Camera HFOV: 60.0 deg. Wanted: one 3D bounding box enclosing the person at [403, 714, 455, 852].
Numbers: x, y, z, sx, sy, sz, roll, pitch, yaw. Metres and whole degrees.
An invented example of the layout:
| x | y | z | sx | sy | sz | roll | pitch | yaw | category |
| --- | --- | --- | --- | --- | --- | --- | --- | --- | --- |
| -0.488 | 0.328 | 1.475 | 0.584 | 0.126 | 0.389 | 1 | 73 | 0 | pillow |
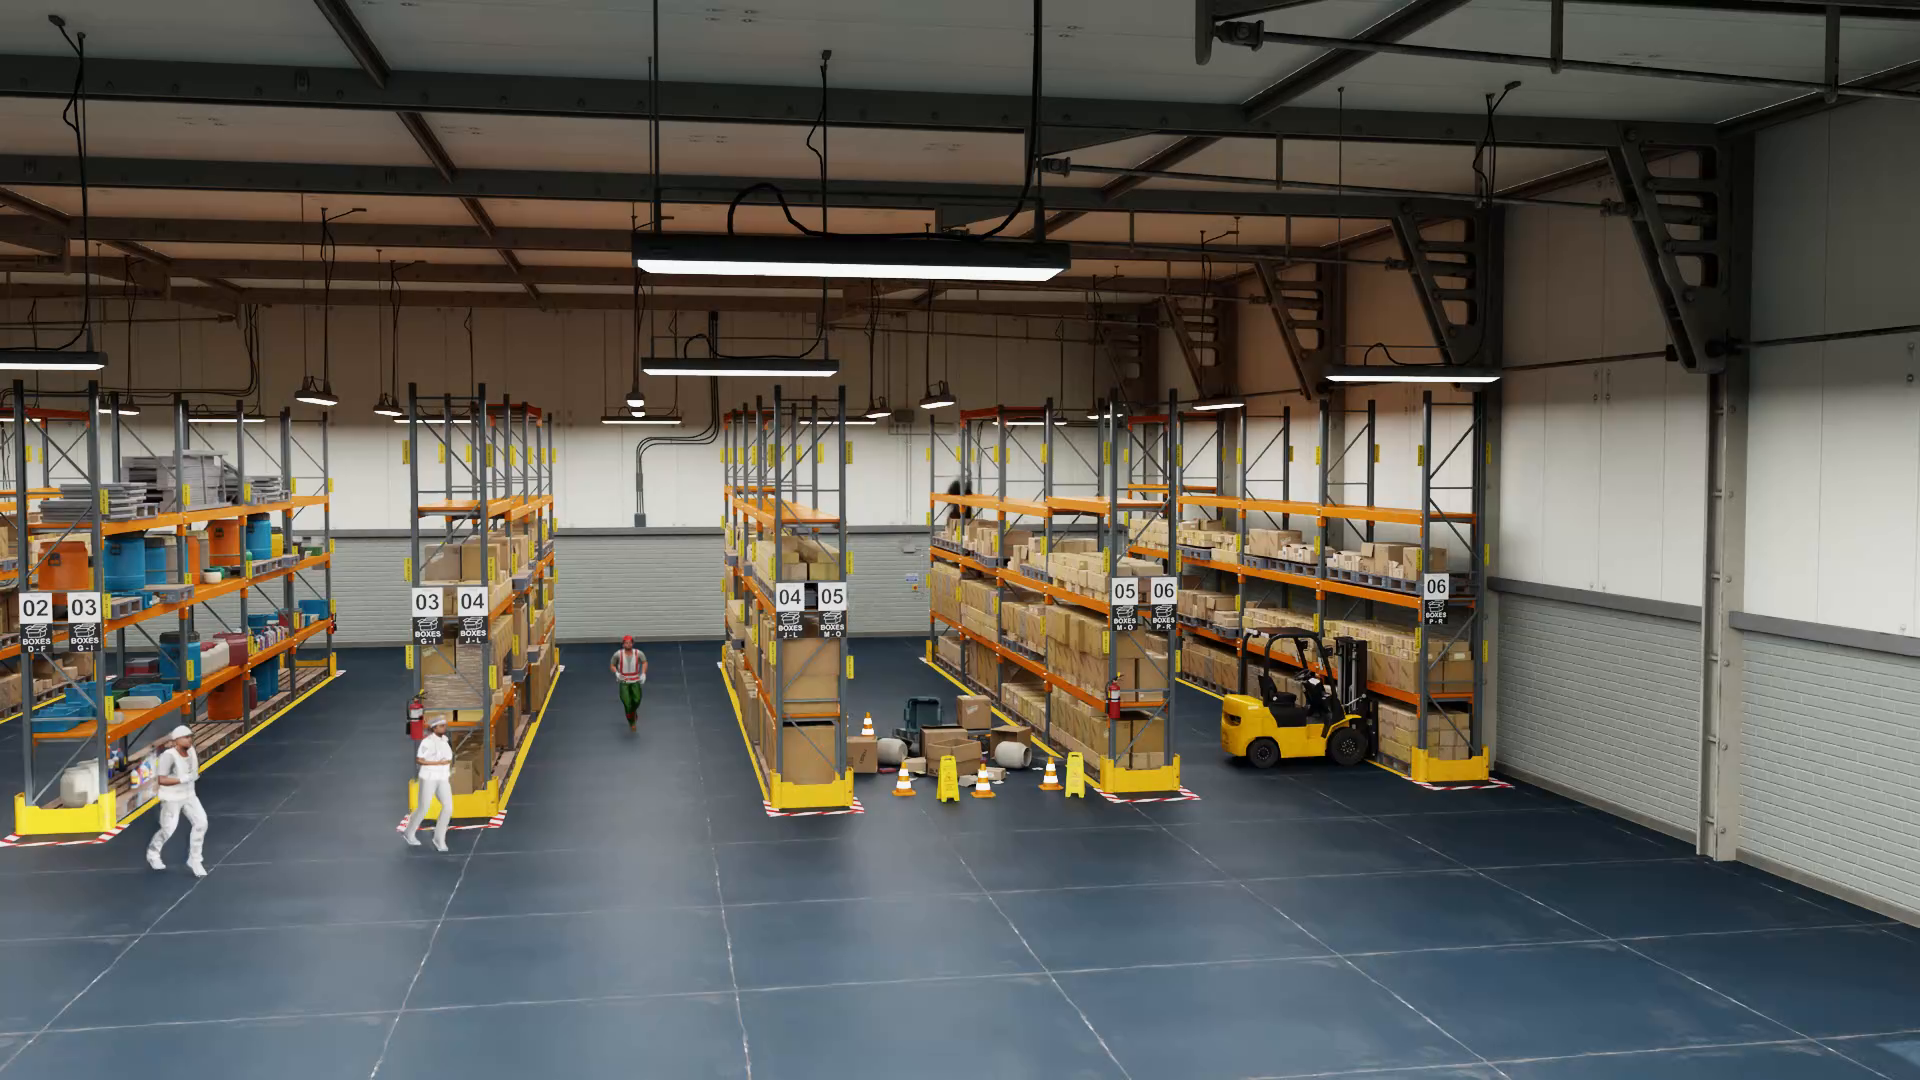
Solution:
| x | y | z | sx | sy | sz | roll | pitch | yaw | category |
| --- | --- | --- | --- | --- | --- | --- | --- | --- | --- |
| -6.724 | 3.096 | 21.237 | 0.720 | 1.750 | 0.574 | 2 | 3 | 31 | person |

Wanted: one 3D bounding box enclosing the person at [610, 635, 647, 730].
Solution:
| x | y | z | sx | sy | sz | roll | pitch | yaw | category |
| --- | --- | --- | --- | --- | --- | --- | --- | --- | --- |
| -6.040 | 2.599 | 30.343 | 0.671 | 1.736 | 0.584 | -1 | 3 | -15 | person |

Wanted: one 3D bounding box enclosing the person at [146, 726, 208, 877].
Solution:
| x | y | z | sx | sy | sz | roll | pitch | yaw | category |
| --- | --- | --- | --- | --- | --- | --- | --- | --- | --- |
| -9.365 | 3.114 | 19.846 | 0.873 | 1.823 | 0.712 | 1 | 3 | 17 | person |
